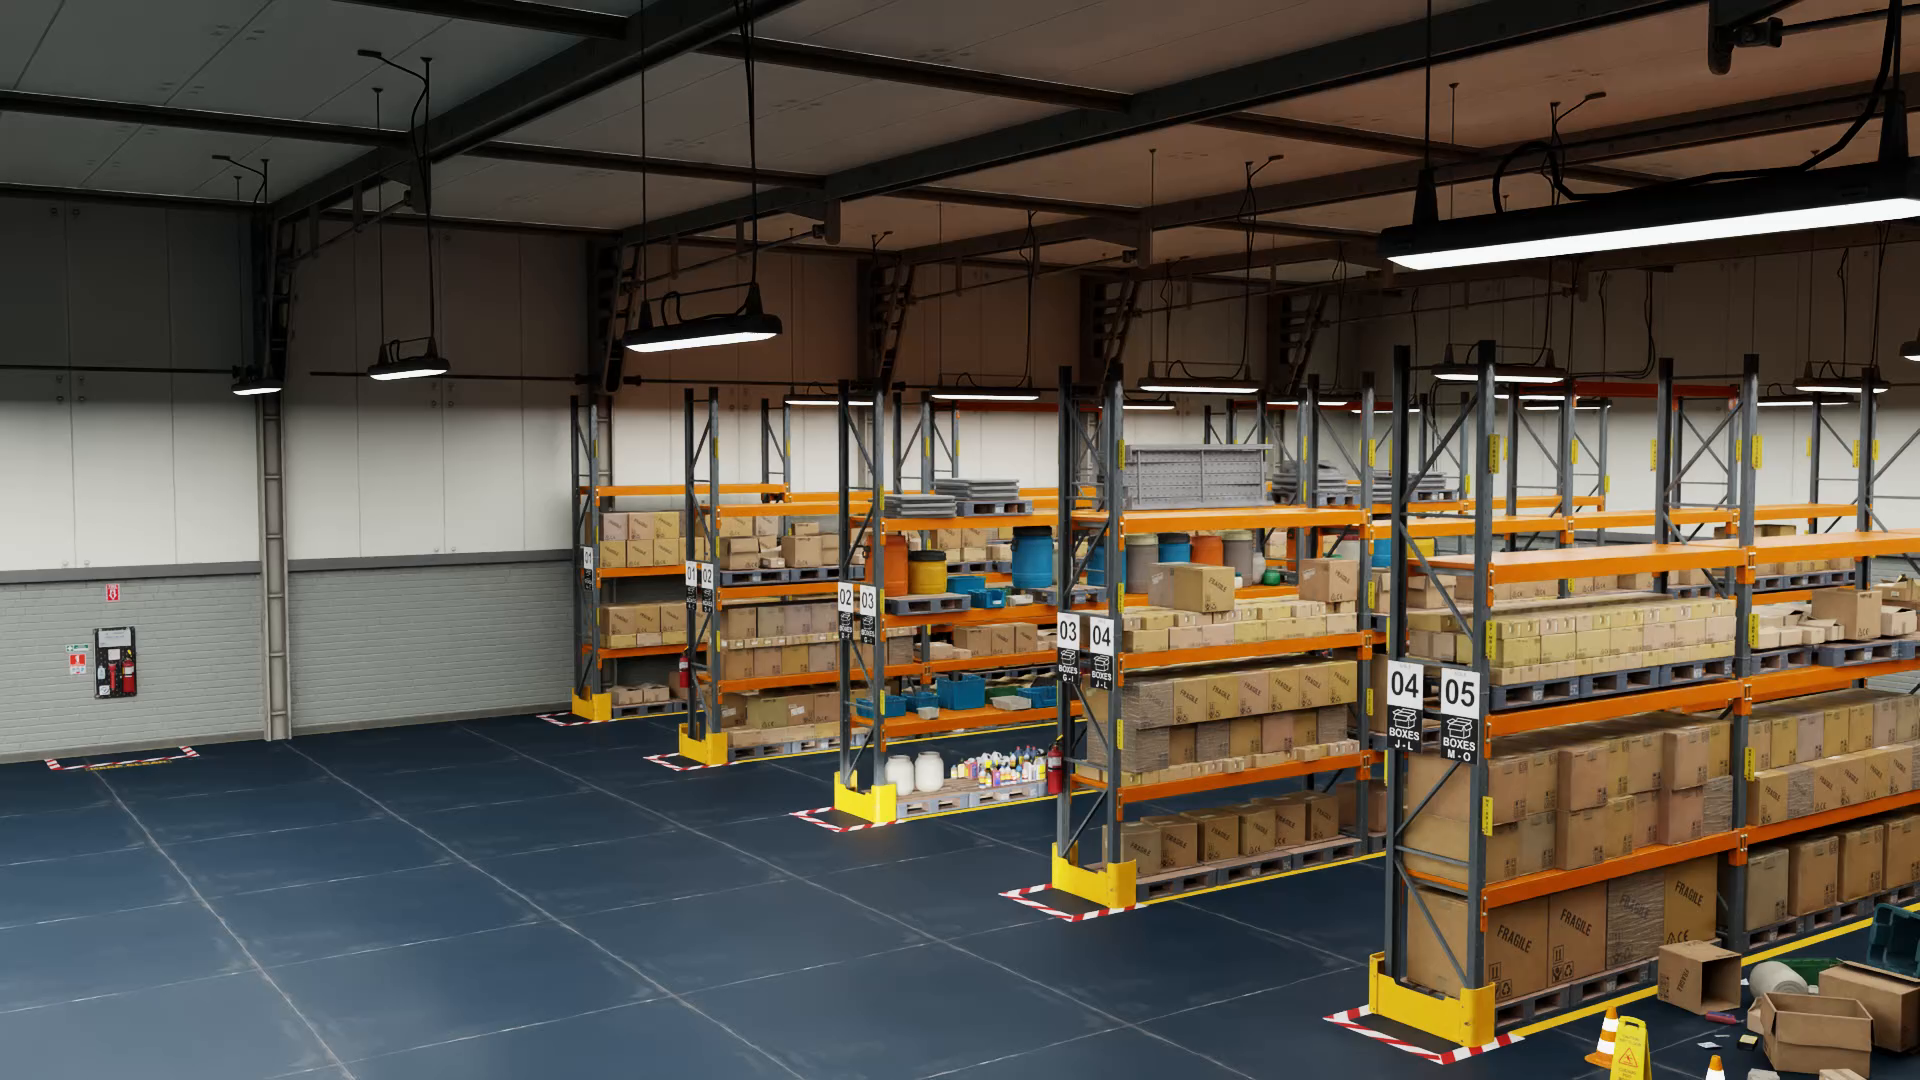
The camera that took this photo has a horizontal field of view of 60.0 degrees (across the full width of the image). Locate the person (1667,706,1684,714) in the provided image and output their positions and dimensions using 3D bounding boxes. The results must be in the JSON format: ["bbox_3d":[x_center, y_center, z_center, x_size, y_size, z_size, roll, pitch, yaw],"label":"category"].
[{"bbox_3d":[9.518,2.943,22.224,0.908,1.722,0.554,-1,4,-21],"label":"person"}]
